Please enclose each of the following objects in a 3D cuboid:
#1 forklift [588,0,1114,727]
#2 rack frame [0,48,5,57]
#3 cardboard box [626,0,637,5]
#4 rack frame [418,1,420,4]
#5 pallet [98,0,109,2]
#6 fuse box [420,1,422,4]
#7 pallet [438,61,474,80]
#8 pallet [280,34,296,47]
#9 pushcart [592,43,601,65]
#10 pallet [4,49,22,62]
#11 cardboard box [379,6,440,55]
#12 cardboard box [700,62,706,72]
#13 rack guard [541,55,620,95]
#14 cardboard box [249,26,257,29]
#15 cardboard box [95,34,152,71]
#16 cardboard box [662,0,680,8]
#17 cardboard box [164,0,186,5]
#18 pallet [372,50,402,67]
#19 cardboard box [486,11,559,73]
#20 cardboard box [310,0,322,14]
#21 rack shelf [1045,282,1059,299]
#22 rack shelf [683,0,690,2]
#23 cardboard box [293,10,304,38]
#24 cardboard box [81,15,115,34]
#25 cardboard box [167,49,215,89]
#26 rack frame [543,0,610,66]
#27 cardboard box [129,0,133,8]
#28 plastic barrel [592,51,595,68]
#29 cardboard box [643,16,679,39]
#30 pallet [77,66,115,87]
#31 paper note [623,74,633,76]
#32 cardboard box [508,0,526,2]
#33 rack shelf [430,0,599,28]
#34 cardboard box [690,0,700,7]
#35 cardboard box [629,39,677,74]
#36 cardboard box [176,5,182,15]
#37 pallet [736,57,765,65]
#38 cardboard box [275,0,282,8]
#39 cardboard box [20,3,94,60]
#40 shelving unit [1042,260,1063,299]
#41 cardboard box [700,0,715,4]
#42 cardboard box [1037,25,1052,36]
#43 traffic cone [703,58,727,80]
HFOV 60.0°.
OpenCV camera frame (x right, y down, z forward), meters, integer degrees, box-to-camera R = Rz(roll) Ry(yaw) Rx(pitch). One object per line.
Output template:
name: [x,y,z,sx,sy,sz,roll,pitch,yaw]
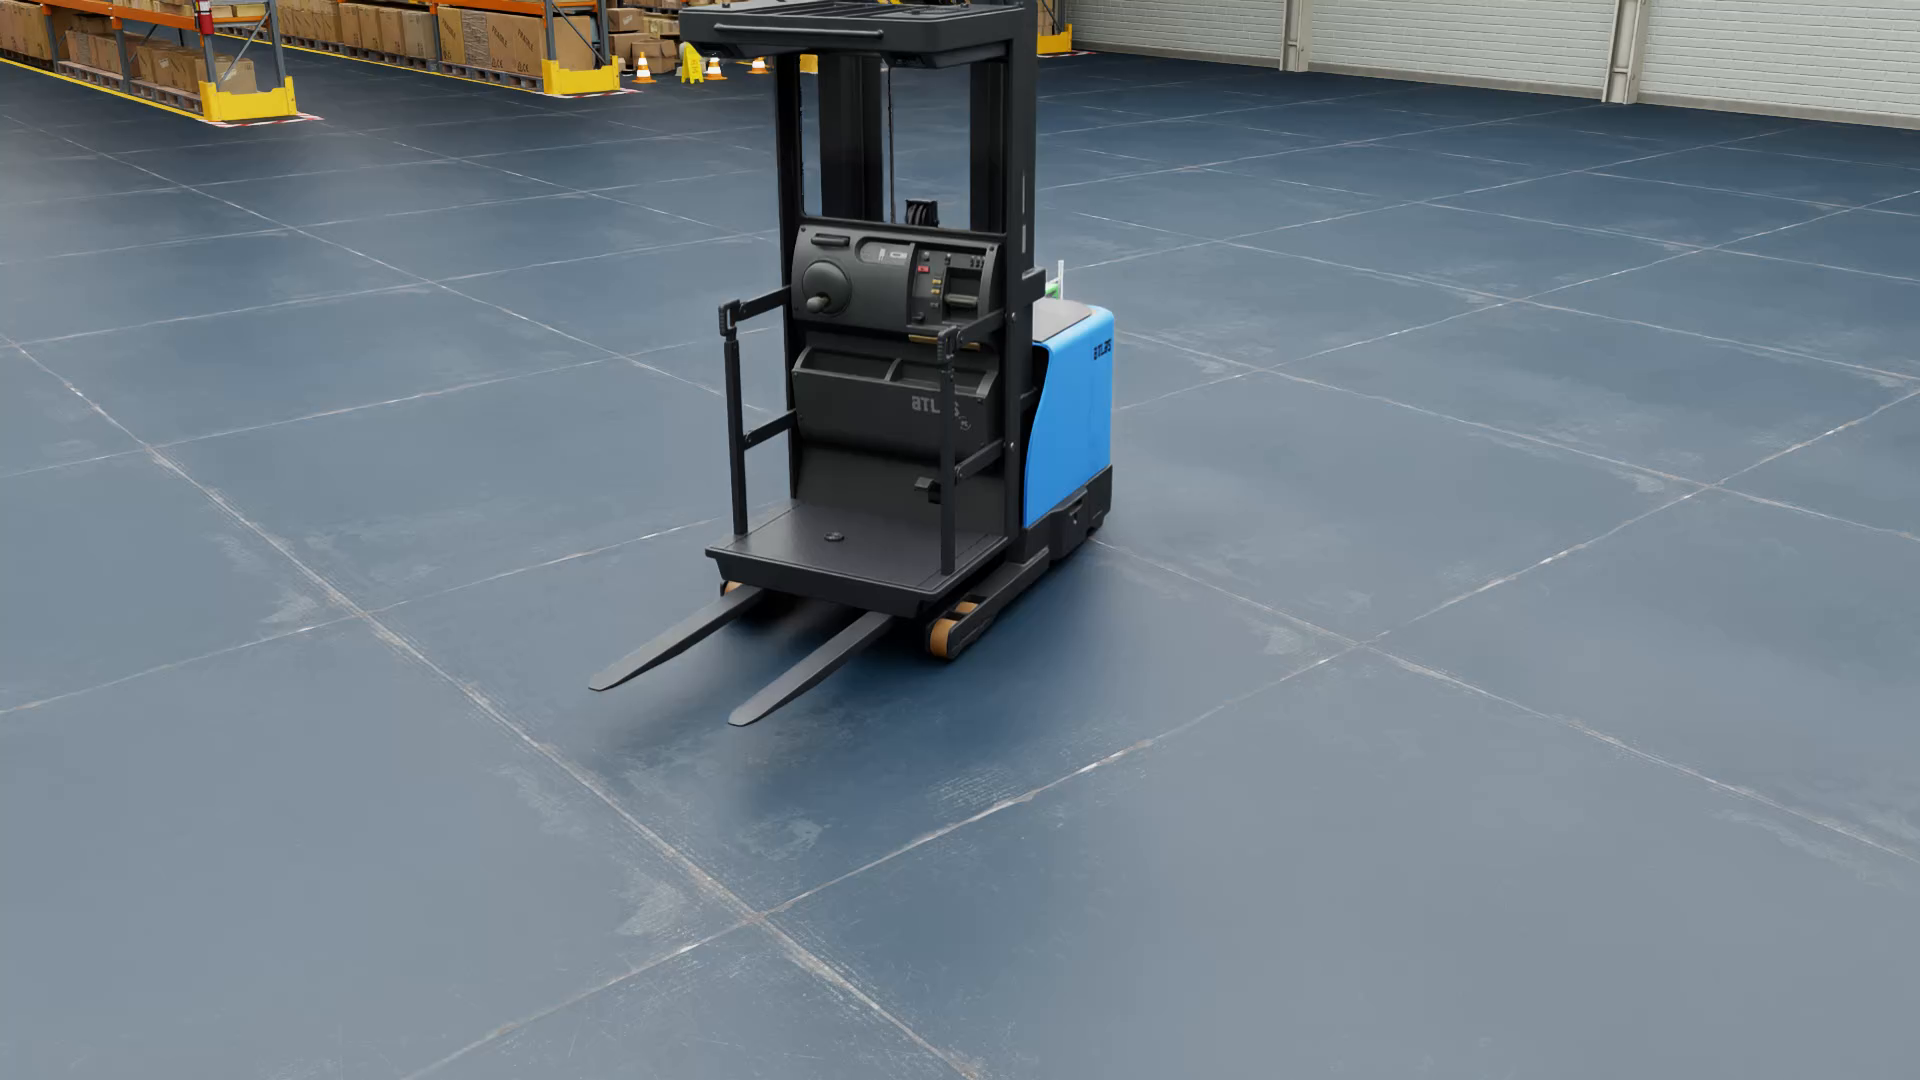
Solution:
forklift: [-0.371,-1.063,6.680,1.130,2.935,3.031,10,24,25]
rack frame: [-17.500,-10.494,30.665,1.000,3.000,0.127,-17,27,-37]
cardboard box: [-7.989,-13.736,41.793,0.700,0.500,0.500,-16,27,-35]
rack frame: [-12.603,-13.959,39.510,1.000,3.000,0.127,-17,27,-37]
pallet: [-12.666,-8.441,25.684,1.003,0.211,1.213,-17,27,-37]
fuse box: [-14.615,-15.371,44.882,0.539,1.711,0.414,-17,27,-37]
pallet: [-8.017,-7.910,27.890,1.003,0.211,1.213,-17,27,-37]
pallet: [-13.167,-10.134,33.568,1.003,0.211,1.213,-17,27,-37]
pushcart: [-6.465,-8.866,30.102,0.936,0.377,1.648,12,24,27]
pallet: [-16.939,-9.001,30.675,1.003,0.211,1.213,-17,27,-37]
cardboard box: [-9.554,-9.002,29.365,1.050,0.750,0.750,-17,27,-37]
cardboard box: [-4.544,-8.092,28.439,0.380,0.149,0.250,-4,22,-10]
rack guard: [-5.827,-7.161,25.582,1.175,0.500,0.348,-17,27,-37]
cardboard box: [-14.518,-10.692,34.502,0.380,0.149,0.250,-19,28,-39]
cardboard box: [-13.325,-7.791,26.586,0.500,0.500,0.700,20,29,41]
cardboard box: [-7.053,-13.141,40.596,0.396,0.266,0.258,-16,27,-36]
cardboard box: [-10.422,-7.632,22.812,0.875,0.500,0.500,-17,27,-37]
pallet: [-9.815,-8.671,29.833,1.003,0.211,1.213,-17,27,-37]
cardboard box: [-6.912,-7.952,26.512,0.875,0.875,0.875,-18,28,-38]
cardboard box: [-12.048,-10.186,31.702,0.500,0.250,0.500,-17,27,-37]
rack shelf: [0.233,-1.211,8.290,0.480,0.148,0.258,10,24,24]
rack shelf: [-3.464,-9.756,29.765,1.077,0.370,4.000,-17,27,-37]
cardboard box: [-12.696,-10.124,32.571,0.500,0.500,0.500,-17,27,-37]
cardboard box: [-14.075,-8.457,27.260,0.500,0.250,0.500,-14,25,-32]
cardboard box: [-11.202,-6.886,24.305,0.500,0.500,0.500,19,29,40]
rack frame: [-5.843,-8.332,25.143,1.000,3.000,0.127,-17,27,-37]
cardboard box: [-11.857,-7.835,24.219,0.380,0.149,0.250,-17,27,-37]
plastic barrel: [-6.551,-8.289,28.567,0.512,0.421,0.421,0,21,-1]
cardboard box: [-5.586,-9.957,32.321,0.950,0.372,0.625,-15,26,-34]
pallet: [-13.587,-7.538,26.939,1.003,0.211,1.213,-17,27,-37]
paper note: [-5.553,-7.774,27.794,0.144,0.017,0.142,-8,23,-19]
cardboard box: [-6.495,-8.640,25.725,0.875,0.550,0.550,-17,27,-37]
rack shelf: [-7.148,-8.549,26.685,1.077,0.370,4.000,-17,27,-37]
cardboard box: [-6.089,-12.881,39.609,0.500,0.500,0.500,-16,26,-35]
cardboard box: [-5.223,-8.258,28.379,0.637,0.503,0.797,3,22,9]
cardboard box: [-10.525,-7.290,22.829,0.380,0.149,0.250,-17,27,-37]
pallet: [-3.504,-8.830,30.240,1.003,0.211,1.213,-17,27,-37]
cardboard box: [-13.394,-10.761,33.169,0.500,0.250,0.500,-19,28,-40]
cardboard box: [-15.323,-8.791,28.654,1.225,0.875,0.875,-19,28,-40]
shelving unit: [0.233,-0.824,8.442,0.503,1.200,0.258,10,24,24]
cardboard box: [-4.553,-9.934,30.510,0.380,0.149,0.250,-17,27,-37]
cardboard box: [1.427,-9.818,32.133,0.500,0.250,0.500,-17,27,-37]
traffic cone: [-4.036,-7.810,27.291,0.336,0.463,0.334,-17,27,-37]
